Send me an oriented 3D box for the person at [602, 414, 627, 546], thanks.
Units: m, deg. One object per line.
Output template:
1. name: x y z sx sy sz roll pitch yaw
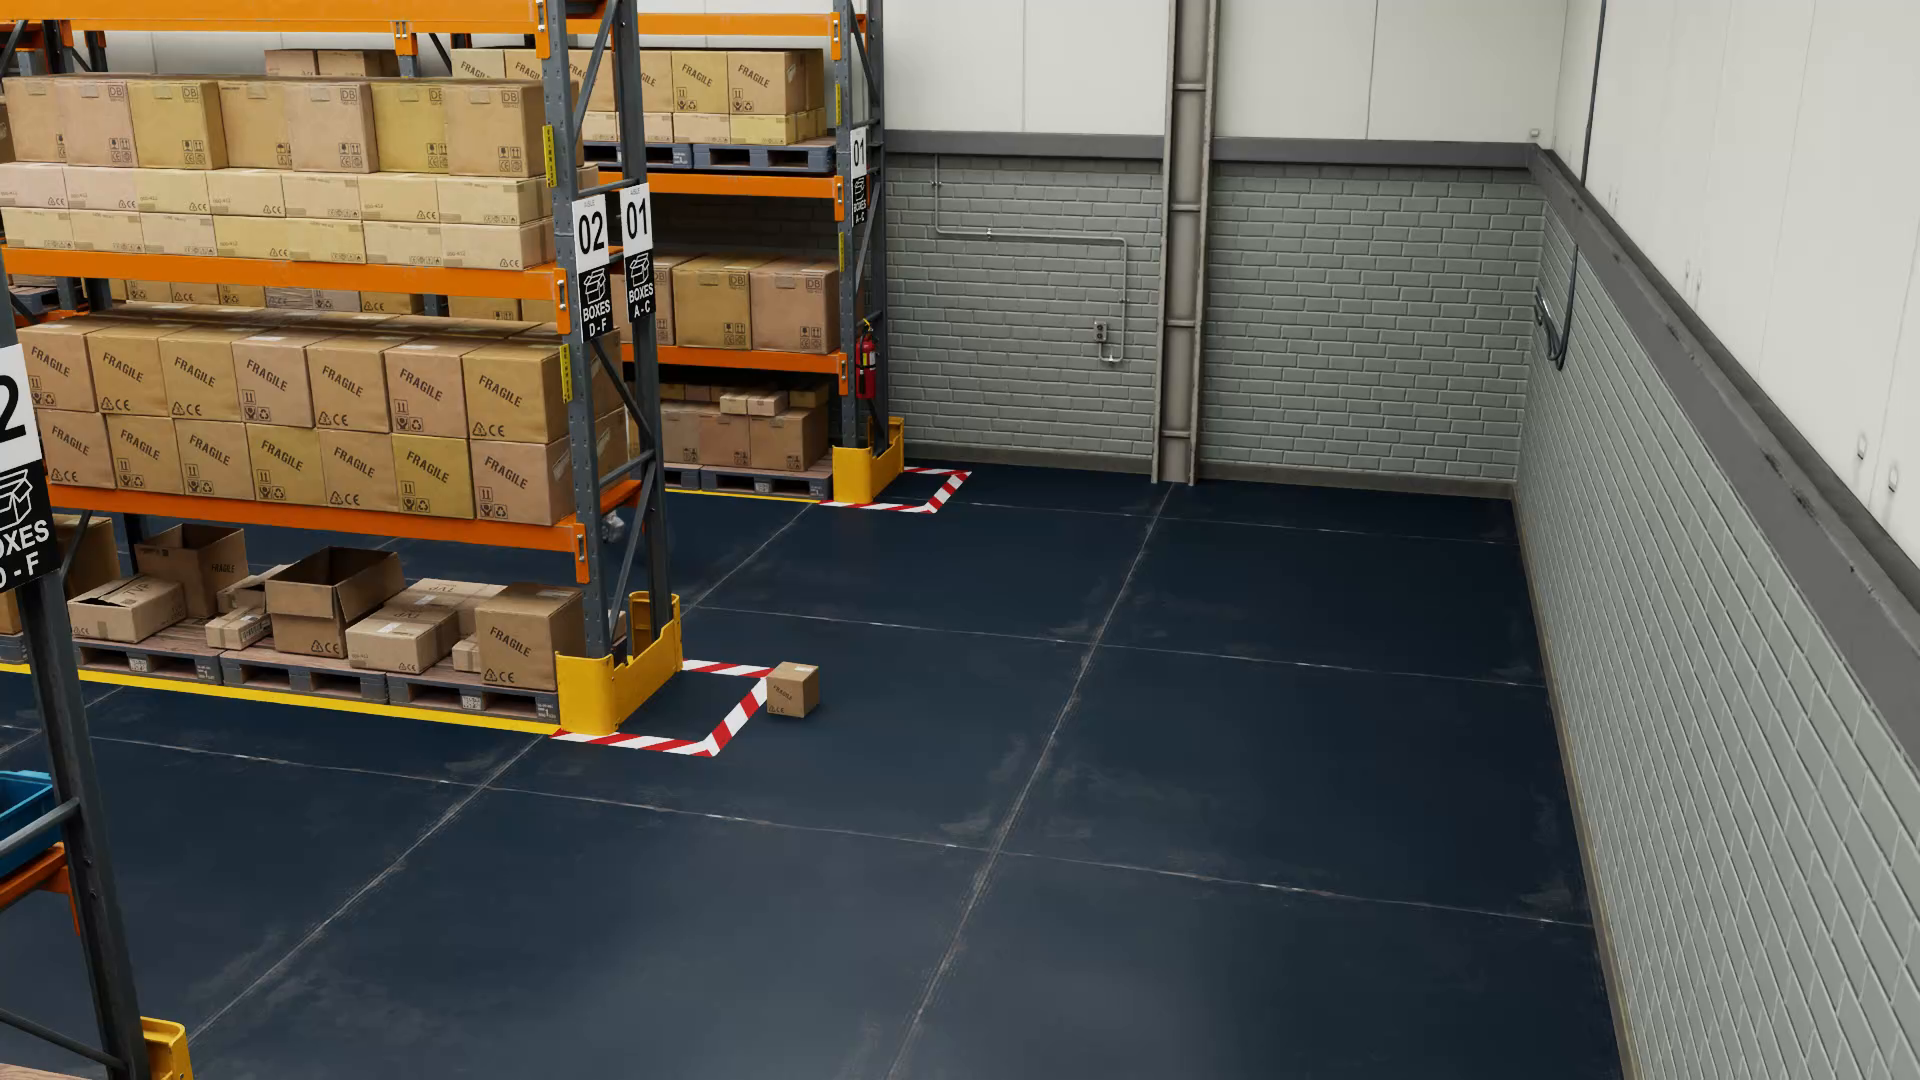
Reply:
1. person: -2.875 -0.752 13.236 0.490 1.666 0.764 -16 24 -40
